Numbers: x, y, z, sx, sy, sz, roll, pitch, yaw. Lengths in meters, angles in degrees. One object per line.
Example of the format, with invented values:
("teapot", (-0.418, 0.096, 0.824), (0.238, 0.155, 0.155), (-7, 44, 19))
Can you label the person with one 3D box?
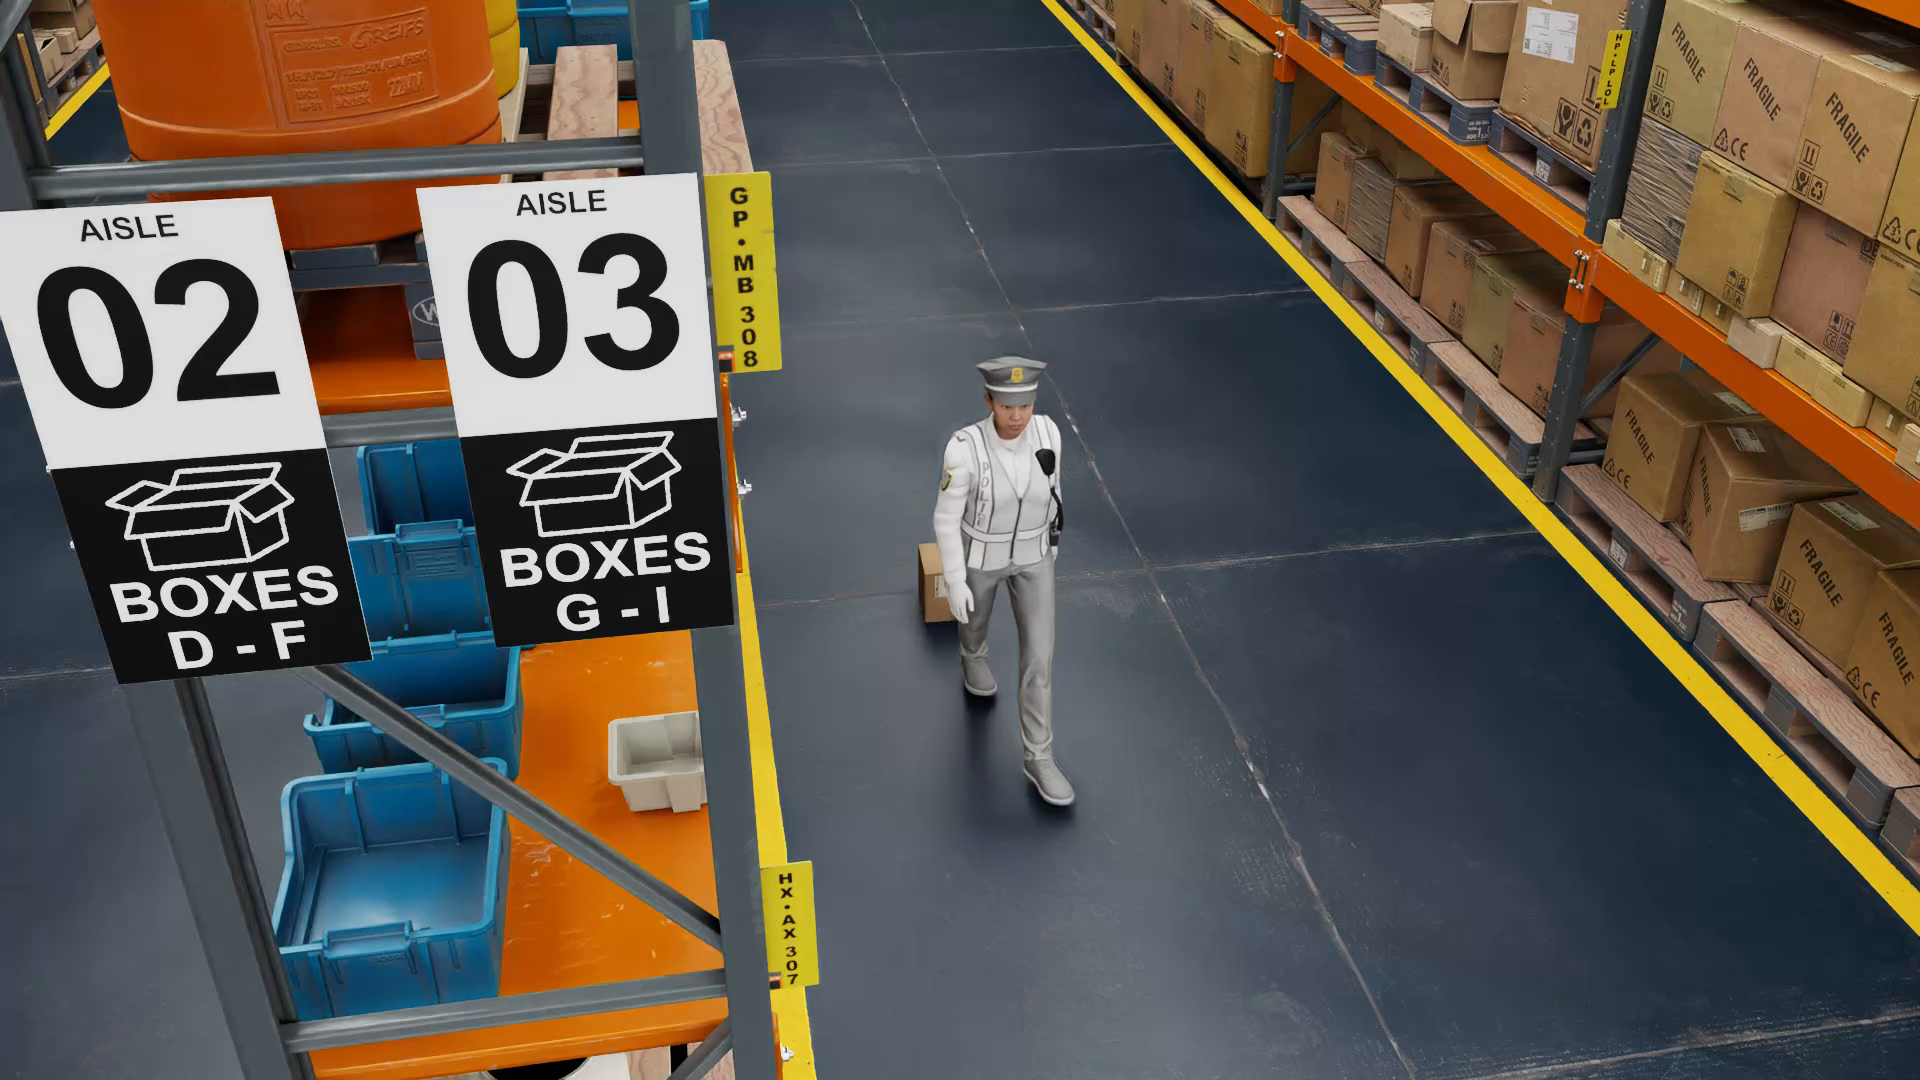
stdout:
("person", (0.155, 0.058, 6.008), (0.515, 1.610, 1.009), (-6, 31, -10))
